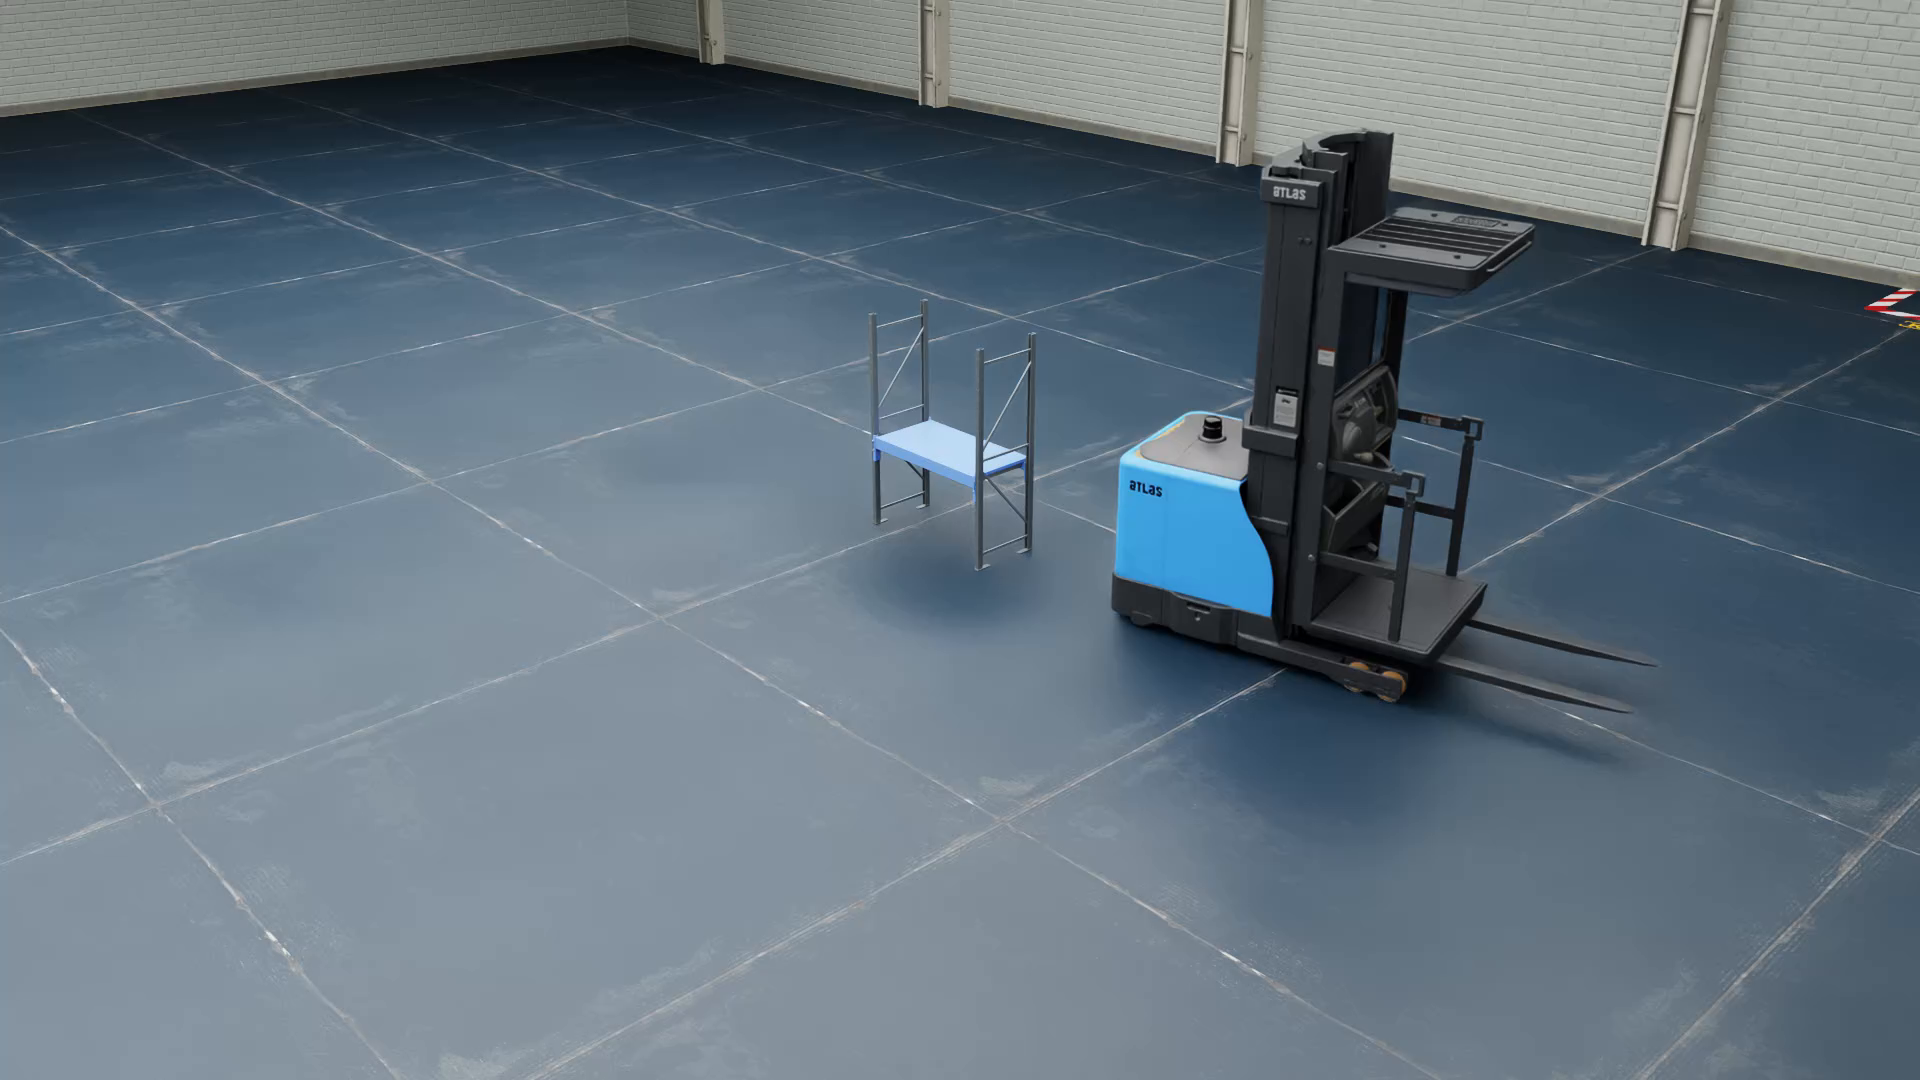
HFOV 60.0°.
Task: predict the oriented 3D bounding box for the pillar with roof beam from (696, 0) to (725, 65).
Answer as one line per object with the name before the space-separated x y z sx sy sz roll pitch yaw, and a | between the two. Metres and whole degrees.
pillar with roof beam | -7.654 -11.584 25.800 9.100 9.000 0.400 -21 32 -38

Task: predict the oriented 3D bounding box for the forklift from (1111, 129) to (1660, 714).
forklift | 2.438 -0.684 9.217 3.031 2.935 1.130 15 29 30

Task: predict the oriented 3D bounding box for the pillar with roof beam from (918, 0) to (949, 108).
pillar with roof beam | -3.553 -9.766 21.816 9.100 9.000 0.400 -21 32 -38

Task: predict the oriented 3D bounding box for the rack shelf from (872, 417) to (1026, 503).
rack shelf | -0.058 -0.545 11.070 0.538 0.185 1.000 -21 32 -38

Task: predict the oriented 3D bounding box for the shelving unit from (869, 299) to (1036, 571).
shelving unit | -0.058 -0.708 10.995 0.538 1.500 1.048 -21 32 -38

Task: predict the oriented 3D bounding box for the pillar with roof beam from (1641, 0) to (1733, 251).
pillar with roof beam | 4.649 -6.131 13.846 9.100 9.000 0.400 -21 32 -38

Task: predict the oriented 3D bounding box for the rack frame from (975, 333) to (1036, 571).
rack frame | 0.289 -0.554 10.658 0.500 1.500 0.032 -21 32 -38

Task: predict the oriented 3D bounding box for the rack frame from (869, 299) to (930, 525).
rack frame | -0.406 -0.862 11.333 0.500 1.500 0.032 -21 32 -38

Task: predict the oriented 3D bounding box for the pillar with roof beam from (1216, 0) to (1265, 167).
pillar with roof beam | 0.548 -7.948 17.831 9.100 9.000 0.400 -21 32 -38
